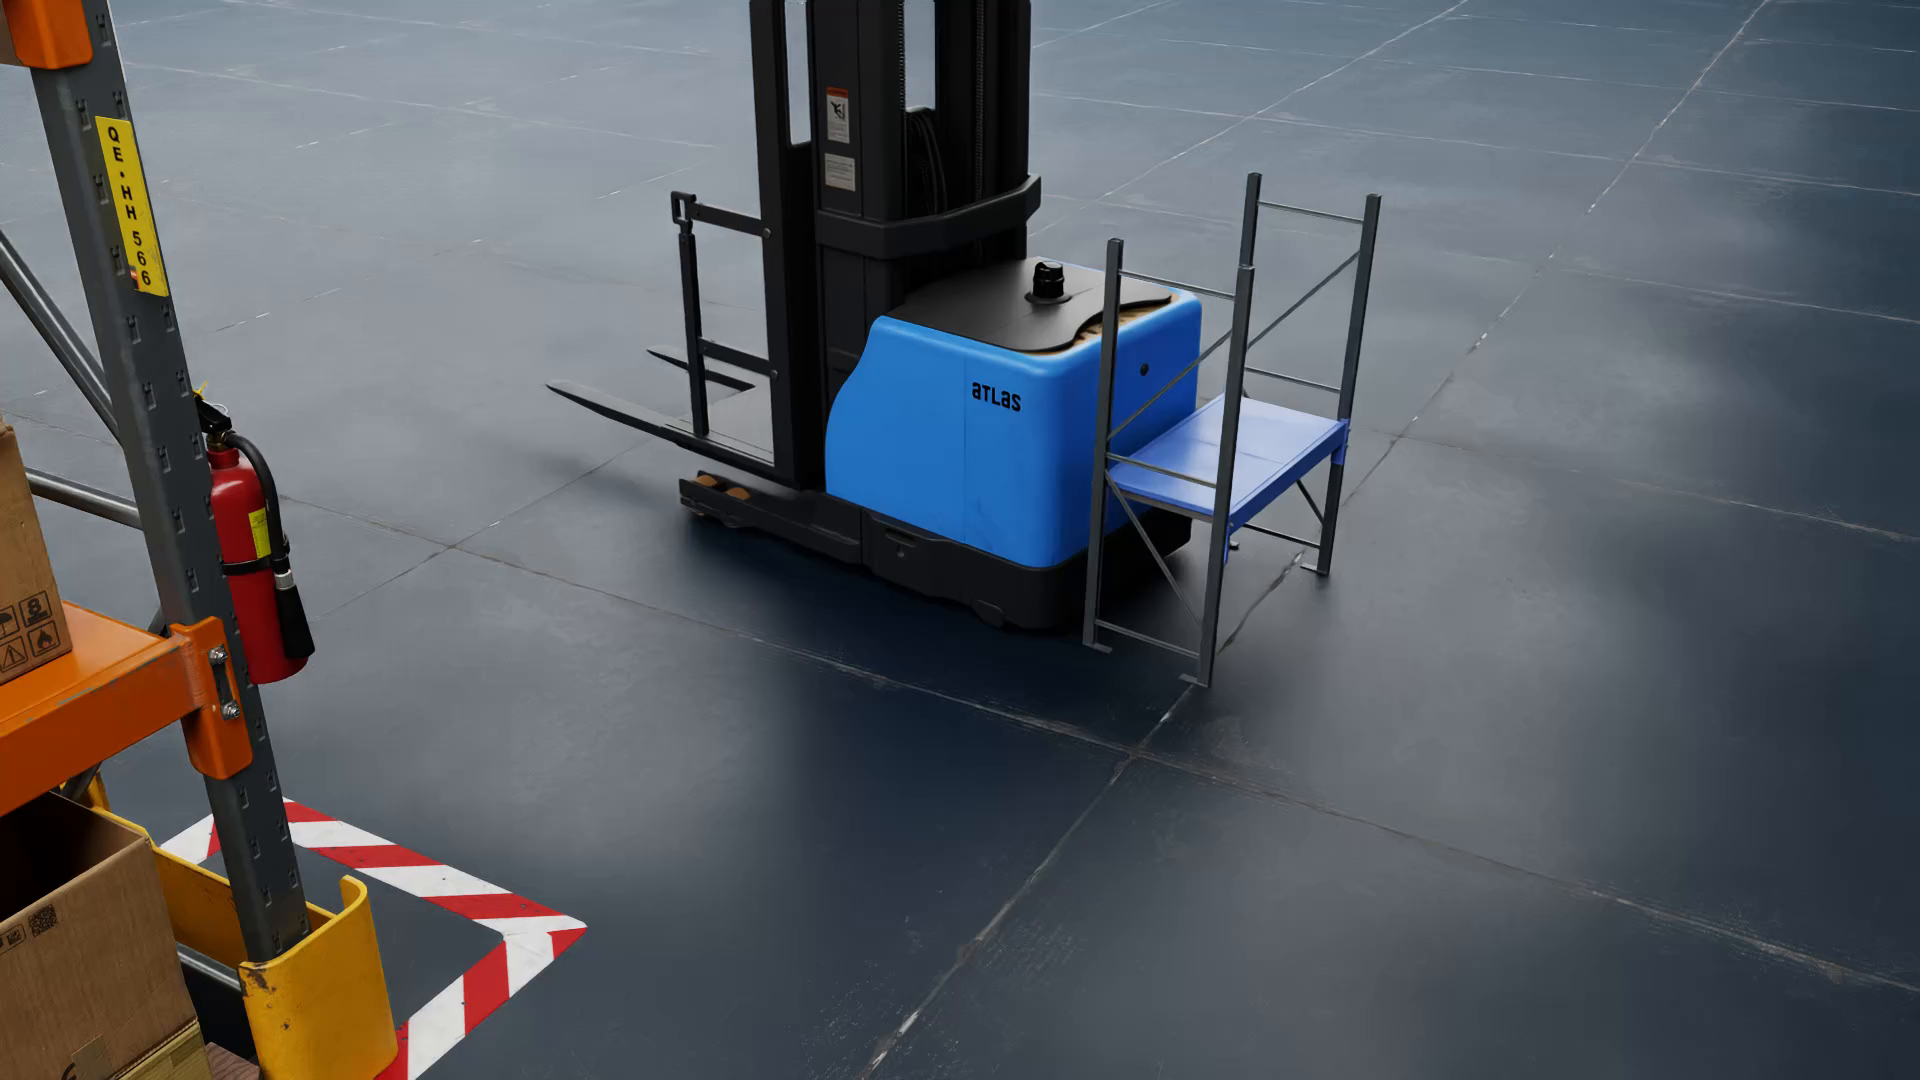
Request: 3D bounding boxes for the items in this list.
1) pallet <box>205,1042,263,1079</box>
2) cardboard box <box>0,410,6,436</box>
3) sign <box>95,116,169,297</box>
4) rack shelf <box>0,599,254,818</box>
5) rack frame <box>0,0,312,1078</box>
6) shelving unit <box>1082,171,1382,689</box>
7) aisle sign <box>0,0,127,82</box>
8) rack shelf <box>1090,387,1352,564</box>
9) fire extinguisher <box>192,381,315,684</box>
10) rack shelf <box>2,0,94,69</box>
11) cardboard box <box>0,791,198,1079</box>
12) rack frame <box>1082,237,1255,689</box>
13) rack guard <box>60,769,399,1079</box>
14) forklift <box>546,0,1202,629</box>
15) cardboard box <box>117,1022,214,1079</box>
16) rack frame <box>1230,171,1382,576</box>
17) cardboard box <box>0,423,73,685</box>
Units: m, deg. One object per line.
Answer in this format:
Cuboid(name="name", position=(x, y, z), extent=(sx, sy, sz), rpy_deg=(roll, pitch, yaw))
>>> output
Cuboid(name="pallet", position=(-2.331, 1.441, 3.635), extent=(1.003, 0.211, 1.213), rpy_deg=(14, 30, 26))
Cuboid(name="cardboard box", position=(-2.014, -0.257, 3.075), extent=(0.380, 0.149, 0.250), rpy_deg=(14, 30, 25))
Cuboid(name="sign", position=(-1.526, -0.612, 3.063), extent=(0.100, 0.325, 0.005), rpy_deg=(14, 30, 26))
Cuboid(name="rack shelf", position=(-2.976, 0.988, 2.228), extent=(1.077, 0.370, 4.000), rpy_deg=(14, 30, 26))
Cuboid(name="rack frame", position=(-1.992, -0.113, 3.624), extent=(1.000, 3.000, 0.127), rpy_deg=(14, 30, 26))
Cuboid(name="shelving unit", position=(0.956, -0.414, 5.890), extent=(0.538, 1.500, 1.048), rpy_deg=(18, 32, 30))
Cuboid(name="aisle sign", position=(-1.704, -1.236, 2.964), extent=(0.394, 0.787, 0.004), rpy_deg=(14, 30, 26))
Cuboid(name="rack shelf", position=(0.953, -0.255, 5.973), extent=(0.538, 0.185, 1.000), rpy_deg=(18, 32, 30))
Cuboid(name="fire extinguisher", position=(-1.529, -0.022, 3.529), extent=(0.296, 0.674, 0.183), rpy_deg=(14, 30, 26))
Cuboid(name="rack shelf", position=(-2.976, -0.353, 1.557), extent=(1.077, 0.370, 4.000), rpy_deg=(14, 30, 26))
Cuboid(name="cardboard box", position=(-1.996, 0.868, 3.429), extent=(0.500, 0.500, 0.500), rpy_deg=(14, 30, 26))
Cuboid(name="rack frame", position=(0.669, -0.227, 5.515), extent=(0.500, 1.500, 0.032), rpy_deg=(18, 32, 30))
Cuboid(name="rack guard", position=(-1.980, 0.996, 4.202), extent=(1.175, 0.500, 0.348), rpy_deg=(14, 30, 26))
Cuboid(name="forklift", position=(-0.540, -1.520, 6.512), extent=(3.031, 2.935, 1.130), rpy_deg=(20, 33, 35))
Cuboid(name="cardboard box", position=(-1.998, 1.203, 3.598), extent=(0.500, 0.250, 0.500), rpy_deg=(14, 30, 26))
Cuboid(name="rack frame", position=(1.244, -0.602, 6.265), extent=(0.500, 1.500, 0.032), rpy_deg=(18, 32, 30))
Cuboid(name="cardboard box", position=(-2.232, 0.022, 3.244), extent=(0.700, 0.500, 0.500), rpy_deg=(14, 30, 26))
